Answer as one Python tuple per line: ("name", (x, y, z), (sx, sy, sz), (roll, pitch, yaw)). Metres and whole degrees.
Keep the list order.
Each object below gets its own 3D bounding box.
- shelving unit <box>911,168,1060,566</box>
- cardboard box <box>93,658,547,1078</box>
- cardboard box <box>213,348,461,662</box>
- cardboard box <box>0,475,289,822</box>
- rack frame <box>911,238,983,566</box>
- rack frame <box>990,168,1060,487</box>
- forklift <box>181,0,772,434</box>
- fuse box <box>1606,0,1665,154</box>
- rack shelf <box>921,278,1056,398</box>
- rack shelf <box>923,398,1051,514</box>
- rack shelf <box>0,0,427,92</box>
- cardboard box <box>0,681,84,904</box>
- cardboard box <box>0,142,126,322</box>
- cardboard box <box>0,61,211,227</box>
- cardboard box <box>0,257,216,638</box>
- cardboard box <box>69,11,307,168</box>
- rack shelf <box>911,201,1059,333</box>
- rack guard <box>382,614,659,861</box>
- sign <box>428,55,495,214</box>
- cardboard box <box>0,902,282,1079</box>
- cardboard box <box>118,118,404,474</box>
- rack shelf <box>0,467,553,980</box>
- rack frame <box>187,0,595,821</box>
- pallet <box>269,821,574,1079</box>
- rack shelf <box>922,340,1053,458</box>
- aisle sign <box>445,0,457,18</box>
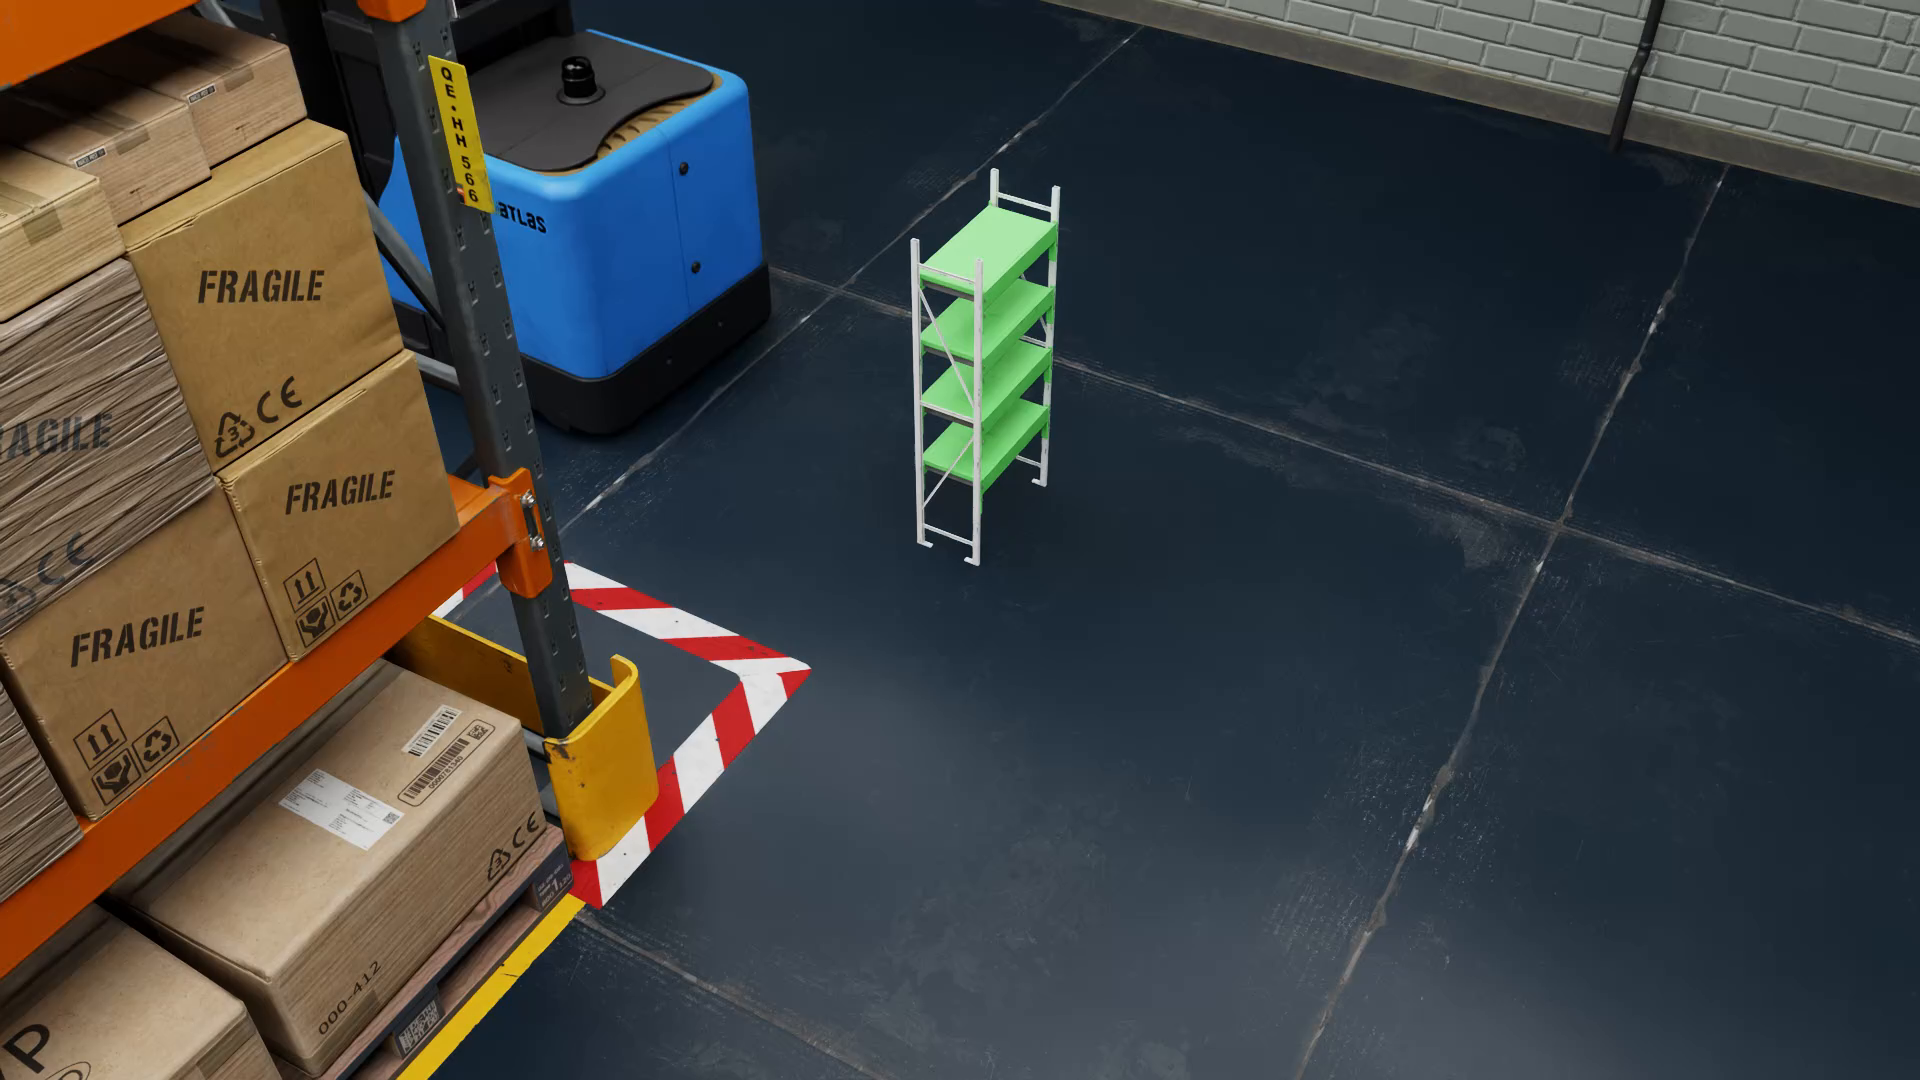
("shelving unit", (0.083, -0.545, 5.461), (0.258, 1.200, 0.503), (21, 45, 22))
("cardboard box", (-1.710, 0.739, 4.263), (0.875, 0.438, 0.875), (19, 45, 21))
("cardboard box", (-1.479, -0.150, 3.575), (0.500, 0.500, 0.500), (21, 46, 22))
("cardboard box", (-1.743, 0.132, 3.255), (0.500, 0.500, 0.500), (20, 45, 21))
("rack frame", (-0.039, -0.405, 5.302), (0.240, 1.200, 0.015), (21, 45, 22))
("rack frame", (0.205, -0.685, 5.620), (0.240, 1.200, 0.015), (21, 45, 22))
("forklift", (-2.273, -2.239, 6.074), (3.031, 2.935, 1.130), (23, 46, 24))
("fuse box", (3.080, -2.449, 7.236), (0.539, 1.711, 0.414), (21, 45, 22))
("rack shelf", (0.083, -0.677, 5.345), (0.258, 0.148, 0.480), (21, 45, 22))
("rack shelf", (0.083, -0.317, 5.662), (0.258, 0.148, 0.480), (21, 45, 22))
("rack shelf", (-2.468, -0.187, 1.968), (1.077, 0.370, 4.000), (21, 45, 22))
("cardboard box", (-1.992, 0.430, 2.917), (0.500, 0.500, 0.500), (22, 46, 23))
("cardboard box", (-1.635, -0.532, 2.761), (0.380, 0.149, 0.250), (20, 45, 22))
("cardboard box", (-1.579, -0.708, 2.961), (0.380, 0.149, 0.250), (22, 46, 23))
("cardboard box", (-1.738, -0.226, 2.904), (0.500, 0.500, 0.500), (21, 46, 22))
("cardboard box", (-1.473, -0.861, 3.135), (0.380, 0.149, 0.250), (22, 46, 23))
("rack shelf", (0.083, -0.857, 5.186), (0.258, 0.148, 0.480), (21, 45, 22))
("rack guard", (-1.455, 0.448, 4.863), (1.175, 0.500, 0.348), (21, 45, 22))
("sign", (-1.004, -0.812, 3.347), (0.100, 0.325, 0.005), (21, 45, 22))
("cardboard box", (-2.161, 1.265, 3.665), (0.875, 0.438, 0.875), (22, 46, 23))
("cardboard box", (-1.502, -0.534, 3.255), (0.500, 0.500, 0.500), (22, 46, 23))
("rack shelf", (-2.468, 0.938, 2.959), (1.077, 0.370, 4.000), (21, 45, 22))
("rack frame", (-1.467, -0.476, 4.021), (1.000, 3.000, 0.127), (21, 45, 22))
("pallet", (-1.799, 1.054, 4.394), (1.003, 0.211, 1.213), (21, 45, 22))
("rack shelf", (0.083, -0.497, 5.503), (0.258, 0.148, 0.480), (21, 45, 22))
("aisle sign", (-1.162, -1.390, 3.092), (0.394, 0.787, 0.004), (21, 45, 22))
